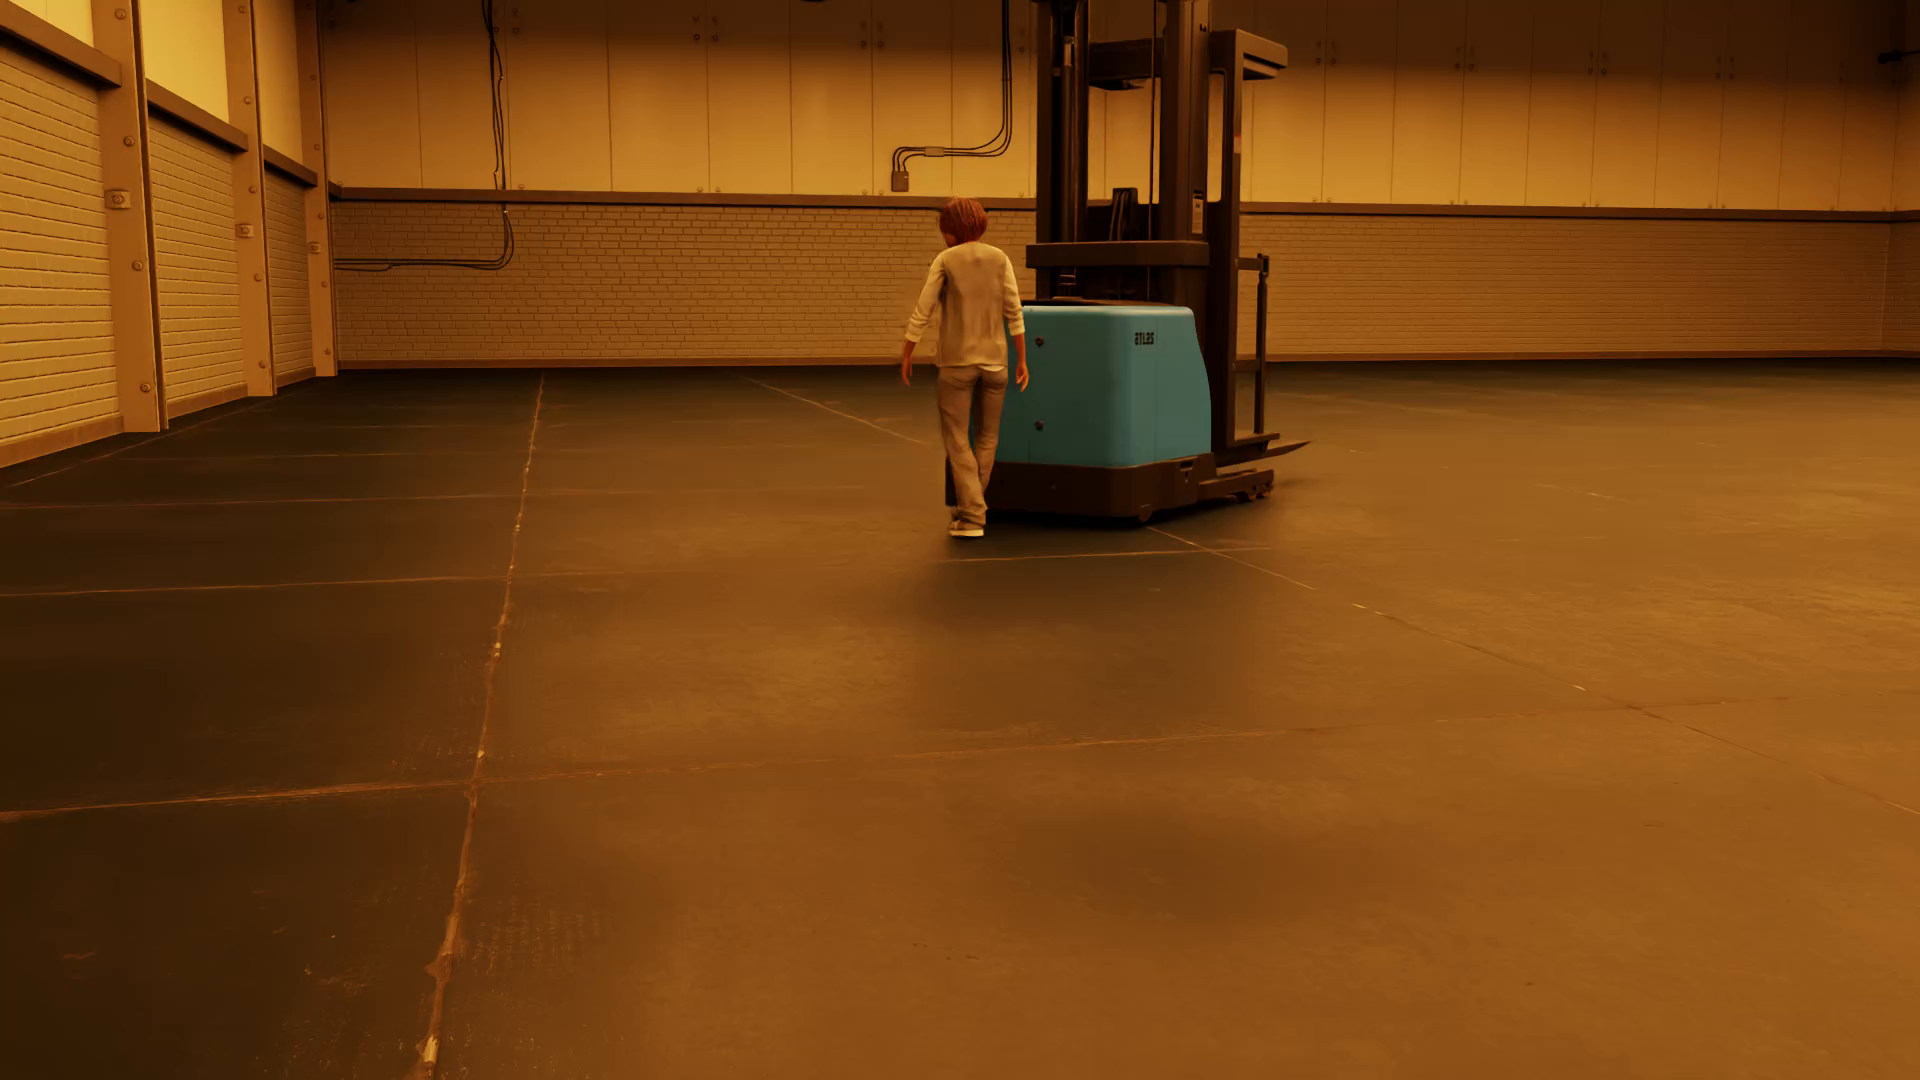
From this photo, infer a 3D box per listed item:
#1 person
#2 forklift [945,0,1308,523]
[{"bbox_3d":[0.018,-0.817,7.884,0.576,1.575,0.628,-3,9,-21],"label":"person"},{"bbox_3d":[1.128,-1.698,9.266,1.130,2.935,3.031,5,9,31],"label":"forklift"}]
